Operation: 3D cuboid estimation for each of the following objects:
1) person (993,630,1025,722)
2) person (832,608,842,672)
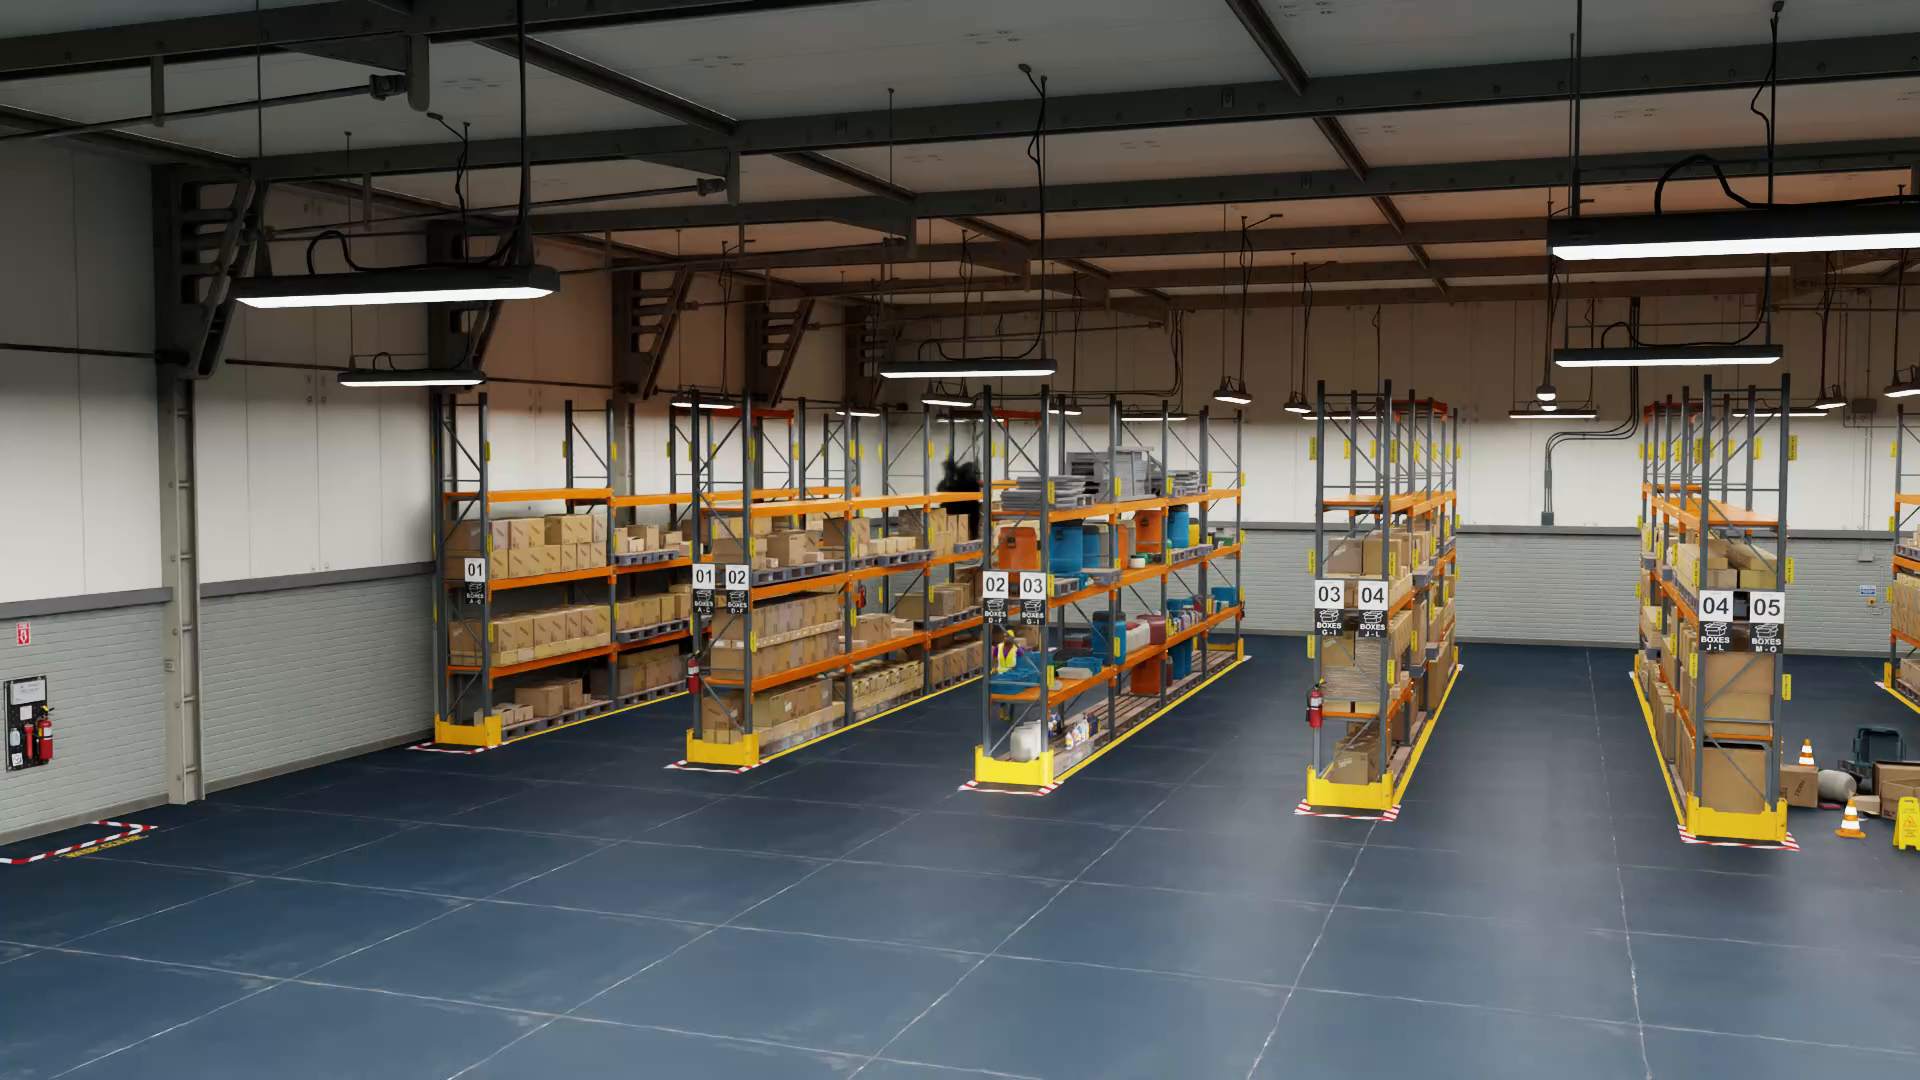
[{"bbox_3d":[0.879,2.501,30.561,0.695,1.717,0.645,1,3,16],"label":"person"},{"bbox_3d":[-2.557,2.256,34.391,0.686,1.780,0.907,1,3,18],"label":"person"}]
